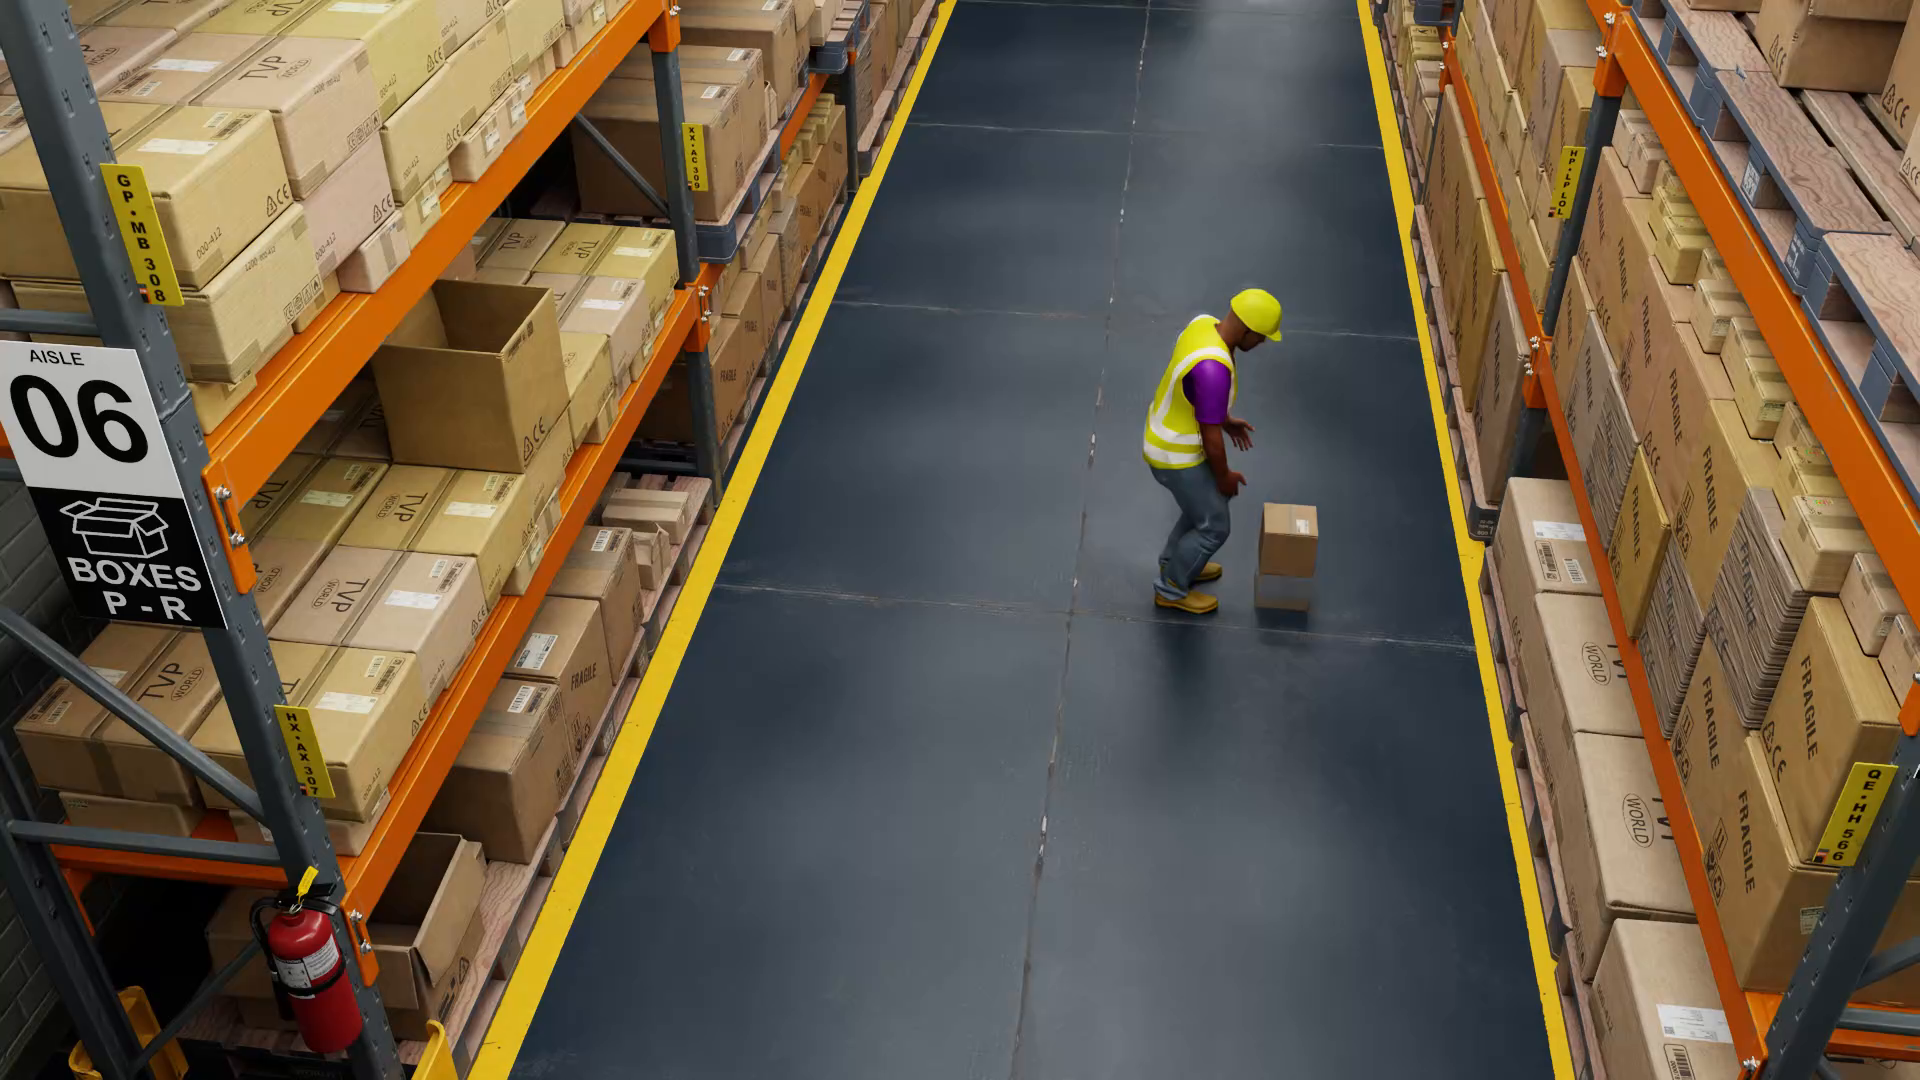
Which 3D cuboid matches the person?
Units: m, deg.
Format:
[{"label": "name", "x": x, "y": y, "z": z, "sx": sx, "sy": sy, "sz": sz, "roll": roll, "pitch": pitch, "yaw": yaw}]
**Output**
[{"label": "person", "x": 1.139, "y": -0.440, "z": 7.743, "sx": 0.576, "sy": 1.633, "sz": 0.613, "roll": 5, "pitch": 36, "yaw": 7}]
